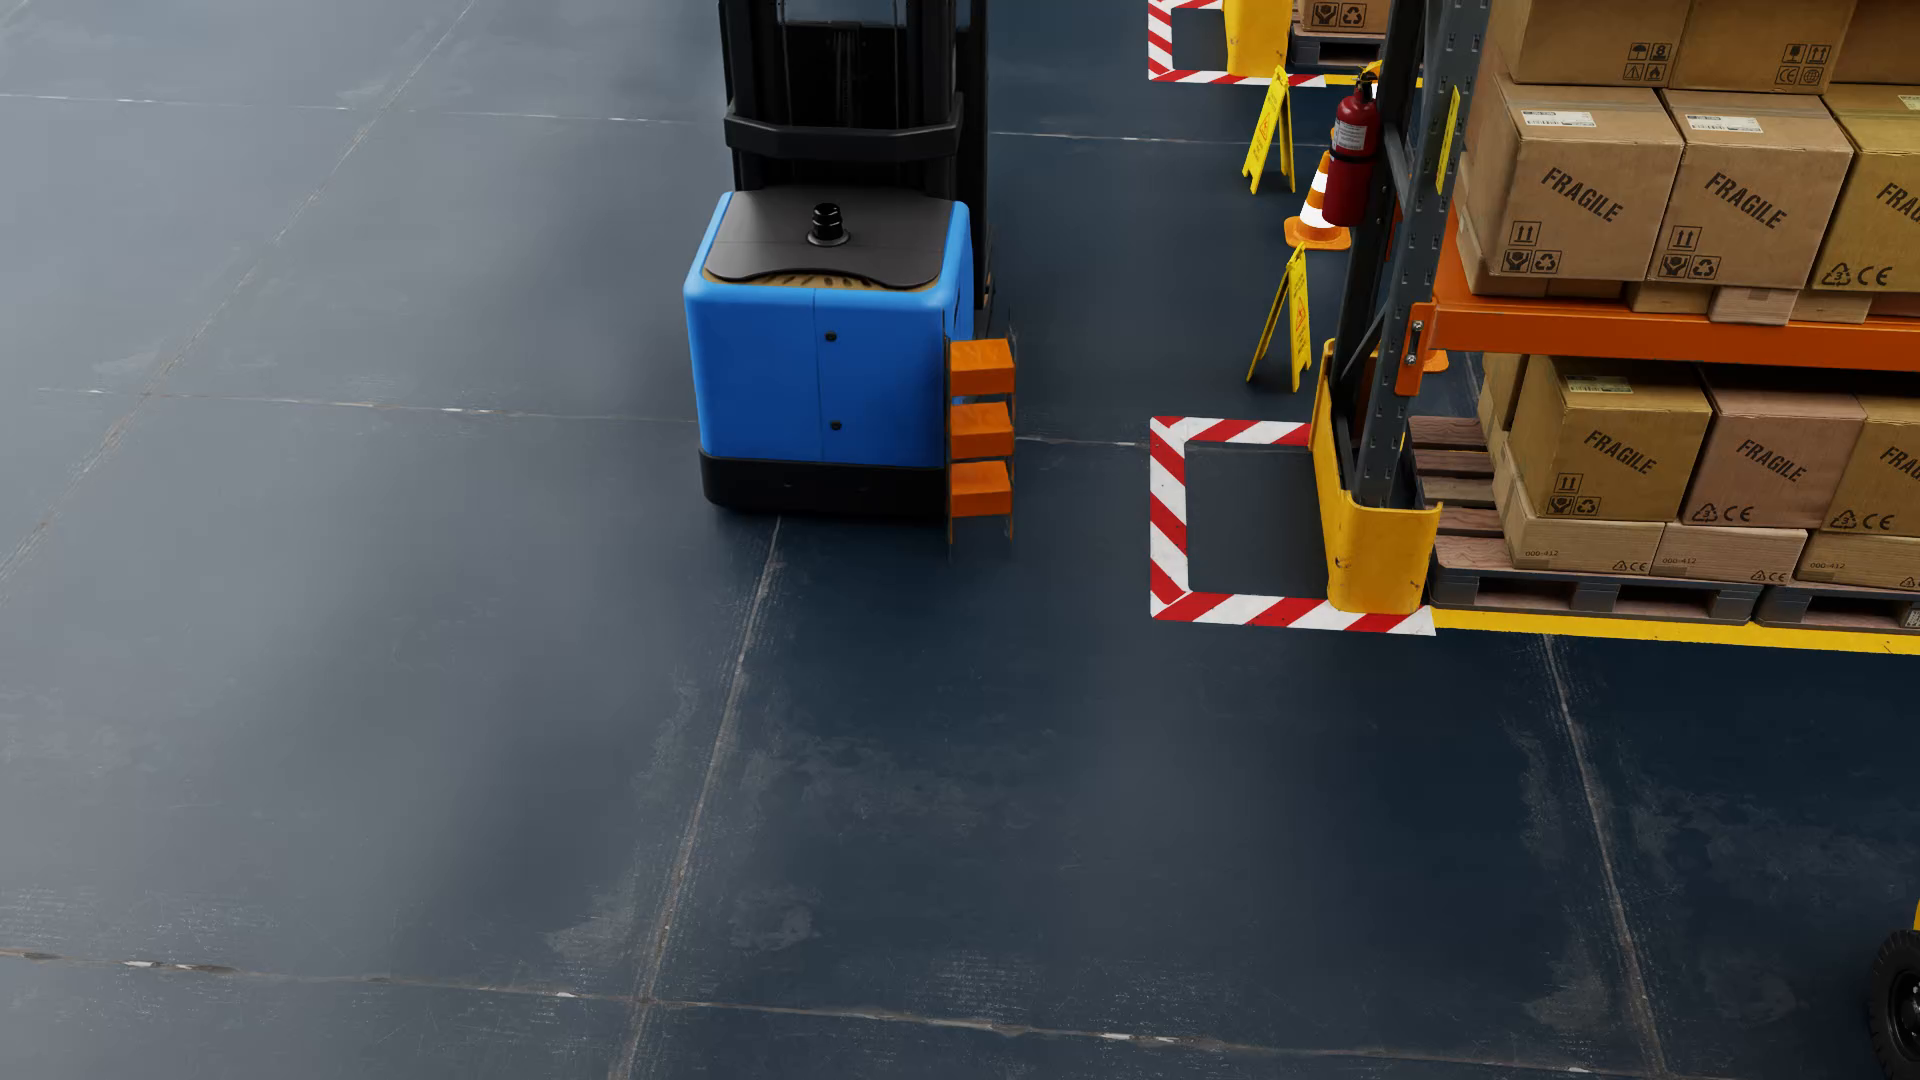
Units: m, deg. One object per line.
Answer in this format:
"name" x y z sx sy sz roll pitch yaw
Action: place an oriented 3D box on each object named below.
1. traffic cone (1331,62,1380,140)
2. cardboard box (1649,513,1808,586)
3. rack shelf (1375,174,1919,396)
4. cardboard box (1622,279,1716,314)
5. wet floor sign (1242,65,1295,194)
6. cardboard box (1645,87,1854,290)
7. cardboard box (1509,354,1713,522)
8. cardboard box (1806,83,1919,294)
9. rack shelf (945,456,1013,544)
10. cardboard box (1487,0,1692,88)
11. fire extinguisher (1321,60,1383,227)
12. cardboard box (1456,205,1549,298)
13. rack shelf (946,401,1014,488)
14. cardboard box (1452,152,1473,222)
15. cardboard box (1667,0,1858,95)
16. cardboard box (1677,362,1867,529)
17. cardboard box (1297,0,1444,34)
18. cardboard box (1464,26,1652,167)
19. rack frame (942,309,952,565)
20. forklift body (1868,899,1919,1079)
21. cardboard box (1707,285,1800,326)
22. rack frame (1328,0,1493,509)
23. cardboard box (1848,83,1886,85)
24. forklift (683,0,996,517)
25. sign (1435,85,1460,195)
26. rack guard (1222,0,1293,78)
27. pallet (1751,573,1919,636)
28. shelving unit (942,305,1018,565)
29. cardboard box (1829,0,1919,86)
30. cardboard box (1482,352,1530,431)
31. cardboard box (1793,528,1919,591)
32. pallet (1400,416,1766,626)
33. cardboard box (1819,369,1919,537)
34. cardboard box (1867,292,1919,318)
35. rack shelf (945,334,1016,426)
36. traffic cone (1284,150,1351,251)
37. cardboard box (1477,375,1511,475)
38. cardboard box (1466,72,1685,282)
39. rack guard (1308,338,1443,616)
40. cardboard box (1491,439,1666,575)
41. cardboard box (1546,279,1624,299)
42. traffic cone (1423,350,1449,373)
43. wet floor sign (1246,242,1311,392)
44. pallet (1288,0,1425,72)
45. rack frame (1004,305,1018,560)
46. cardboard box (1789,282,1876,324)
"traffic cone" 2.301 -2.465 9.383 0.334 0.463 0.336 3 39 4
"cardboard box" 2.855 -0.098 6.312 0.500 0.250 0.500 4 39 5
"rack shelf" 3.560 -0.864 5.977 4.000 0.370 1.077 3 39 4
"cardboard box" 2.398 -0.936 5.694 0.250 0.149 0.380 2 39 2
"wet floor sign" 1.694 -2.214 8.931 0.232 0.644 0.267 -3 39 -4
"cardboard box" 2.532 -1.180 5.480 0.500 0.500 0.500 4 39 5
"cardboard box" 2.371 -0.421 6.114 0.500 0.500 0.500 2 39 2
"cardboard box" 3.040 -1.153 5.447 0.500 0.500 0.500 2 39 3
"rack shelf" 0.072 -0.157 6.537 0.240 0.259 0.215 -4 39 -5
"cardboard box" 2.095 -1.904 5.577 0.500 0.500 0.700 2 39 3
"fire extinguisher" 1.493 -1.518 6.272 0.183 0.674 0.296 3 39 4
"cardboard box" 1.888 -1.006 5.780 0.250 0.149 0.380 3 39 4
"rack shelf" 0.072 -0.374 6.364 0.240 0.259 0.215 -4 39 -5
"cardboard box" 1.959 -1.269 6.103 0.250 0.149 0.380 4 39 5
"cardboard box" 2.599 -1.872 5.537 0.500 0.500 0.700 3 39 4
"cardboard box" 2.892 -0.395 6.082 0.500 0.500 0.500 2 39 2
"cardboard box" 2.575 -3.715 10.259 0.875 0.875 0.875 3 39 4
"cardboard box" 2.132 -1.550 5.935 0.500 0.500 0.500 2 39 3
"rack frame" -0.049 -0.373 6.347 0.008 1.050 0.200 -4 39 -5
"forklift body" 3.190 1.155 3.599 1.214 2.155 2.313 3 39 4
"cardboard box" 2.647 -0.893 5.642 0.250 0.149 0.380 4 39 5
"rack frame" 1.568 -1.252 5.884 0.127 3.000 1.000 3 39 4
"cardboard box" 3.129 -1.491 5.862 0.500 0.500 0.500 3 39 4
"forklift" -0.410 -2.147 7.037 1.130 2.935 3.031 3 39 4
"sign" 1.521 -1.247 5.191 0.005 0.325 0.100 3 39 4
"rack guard" 1.870 -3.403 10.506 0.348 0.500 1.175 3 39 4
"pallet" 3.662 -0.032 6.594 1.213 0.211 1.003 3 39 4
"shelving unit" 0.072 -0.382 6.357 0.252 1.050 0.215 -4 39 -5
"cardboard box" 3.116 -1.908 5.583 0.500 0.500 0.700 3 39 3
"cardboard box" 2.388 -0.760 6.530 0.500 0.500 0.500 3 39 4
"cardboard box" 3.400 -0.077 6.285 0.500 0.250 0.500 6 39 7
"pallet" 2.450 -0.100 6.677 1.213 0.211 1.003 3 39 4
"cardboard box" 3.392 -0.363 6.042 0.500 0.500 0.500 4 39 5
"cardboard box" 3.176 -0.924 5.679 0.250 0.149 0.380 4 39 5
"rack shelf" 0.072 -0.596 6.187 0.240 0.259 0.215 -4 39 -5
"traffic cone" 1.864 -1.773 8.533 0.334 0.463 0.336 3 39 4
"cardboard box" 2.420 -0.473 6.771 0.500 0.250 0.500 3 39 4
"cardboard box" 2.016 -1.206 5.512 0.500 0.500 0.500 3 39 3
"rack guard" 1.643 -0.279 6.668 0.348 0.500 1.175 3 39 4
"cardboard box" 2.347 -0.131 6.352 0.500 0.250 0.500 3 39 3
"cardboard box" 2.141 -1.002 5.775 0.250 0.149 0.380 4 39 5
"traffic cone" 2.107 -1.056 7.653 0.334 0.463 0.336 3 39 4
"wet floor sign" 1.471 -1.023 7.466 0.232 0.644 0.267 16 42 19
"pallet" 2.697 -3.295 10.602 1.213 0.211 1.003 3 39 4
"rack frame" 0.193 -0.391 6.368 0.008 1.050 0.200 -4 39 -5
"cardboard box" 2.908 -0.900 5.650 0.250 0.149 0.380 4 39 5
